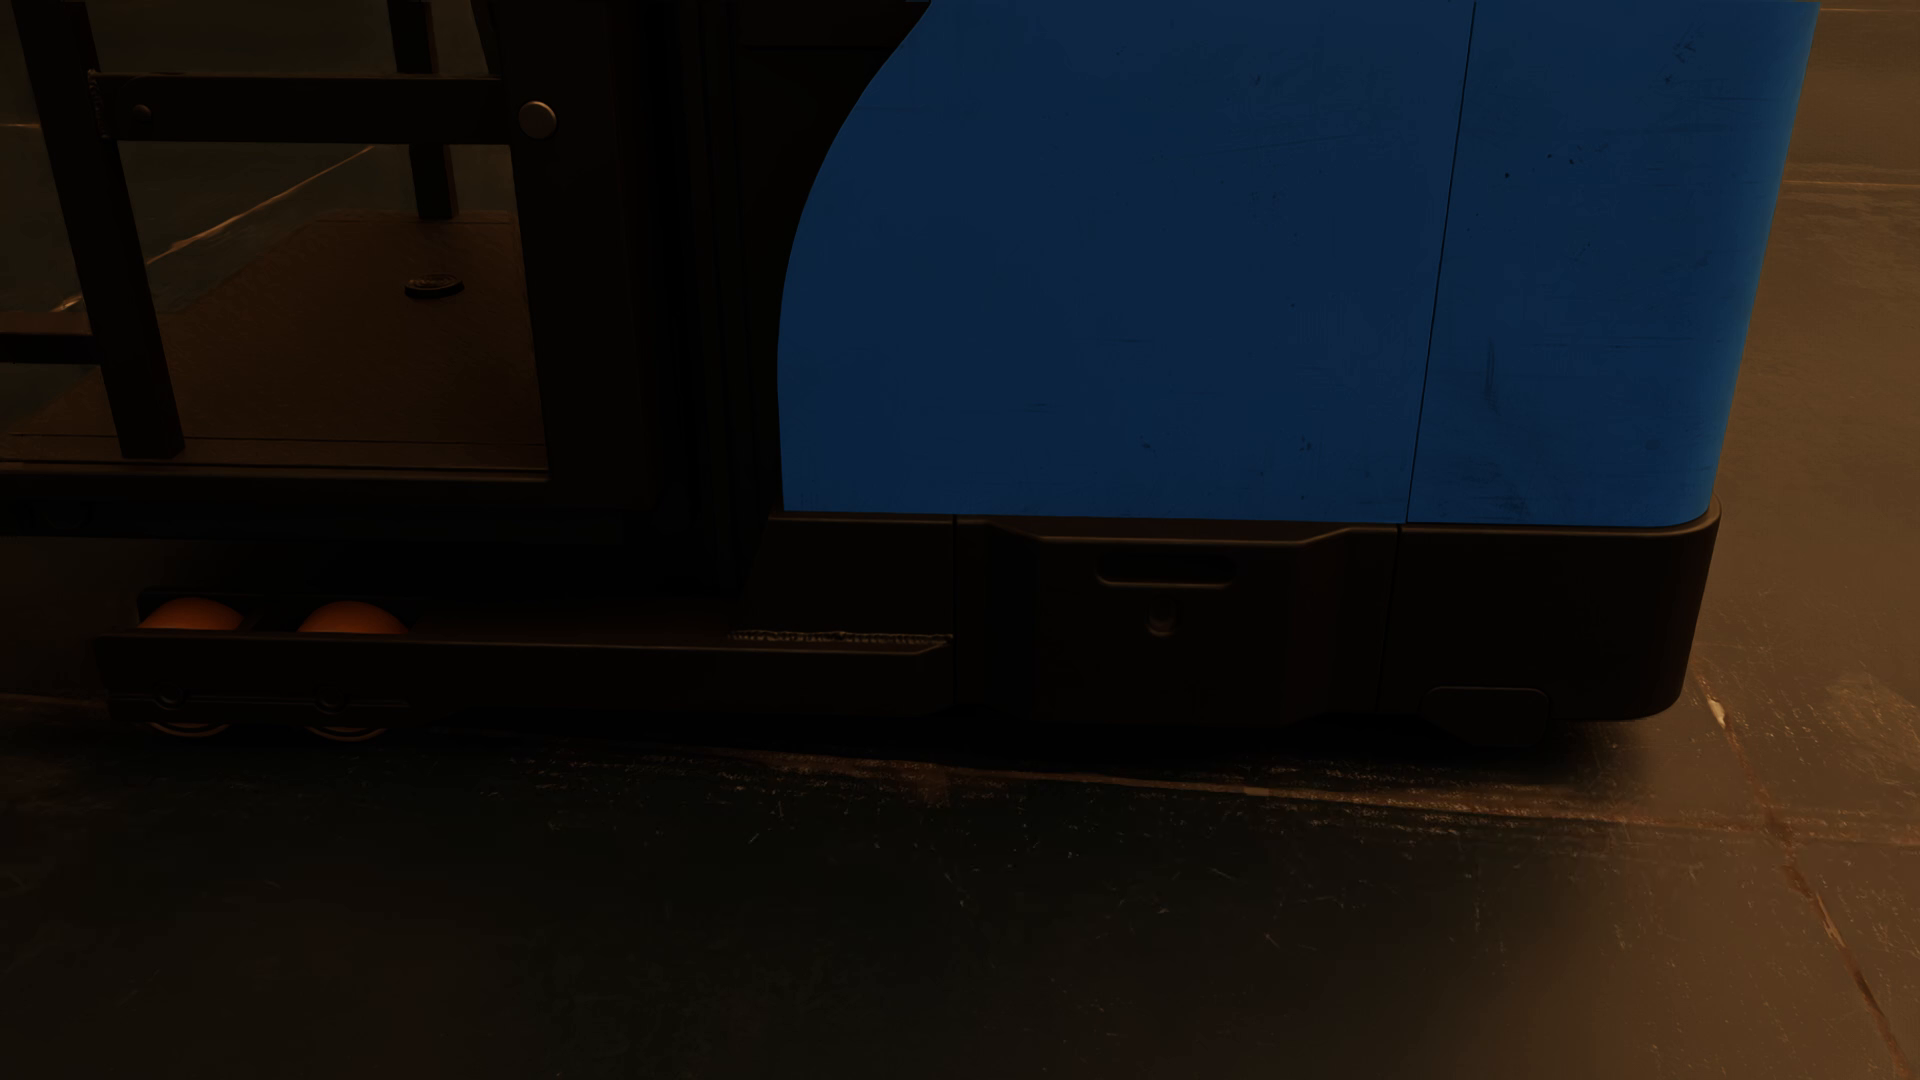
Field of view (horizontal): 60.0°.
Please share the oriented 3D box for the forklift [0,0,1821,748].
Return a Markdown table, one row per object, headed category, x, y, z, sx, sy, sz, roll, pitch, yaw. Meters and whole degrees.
| category | x | y | z | sx | sy | sz | roll | pitch | yaw |
| --- | --- | --- | --- | --- | --- | --- | --- | --- | --- |
| forklift | -0.627 | -1.302 | 1.827 | 3.031 | 2.935 | 1.130 | 1 | 27 | 2 |
